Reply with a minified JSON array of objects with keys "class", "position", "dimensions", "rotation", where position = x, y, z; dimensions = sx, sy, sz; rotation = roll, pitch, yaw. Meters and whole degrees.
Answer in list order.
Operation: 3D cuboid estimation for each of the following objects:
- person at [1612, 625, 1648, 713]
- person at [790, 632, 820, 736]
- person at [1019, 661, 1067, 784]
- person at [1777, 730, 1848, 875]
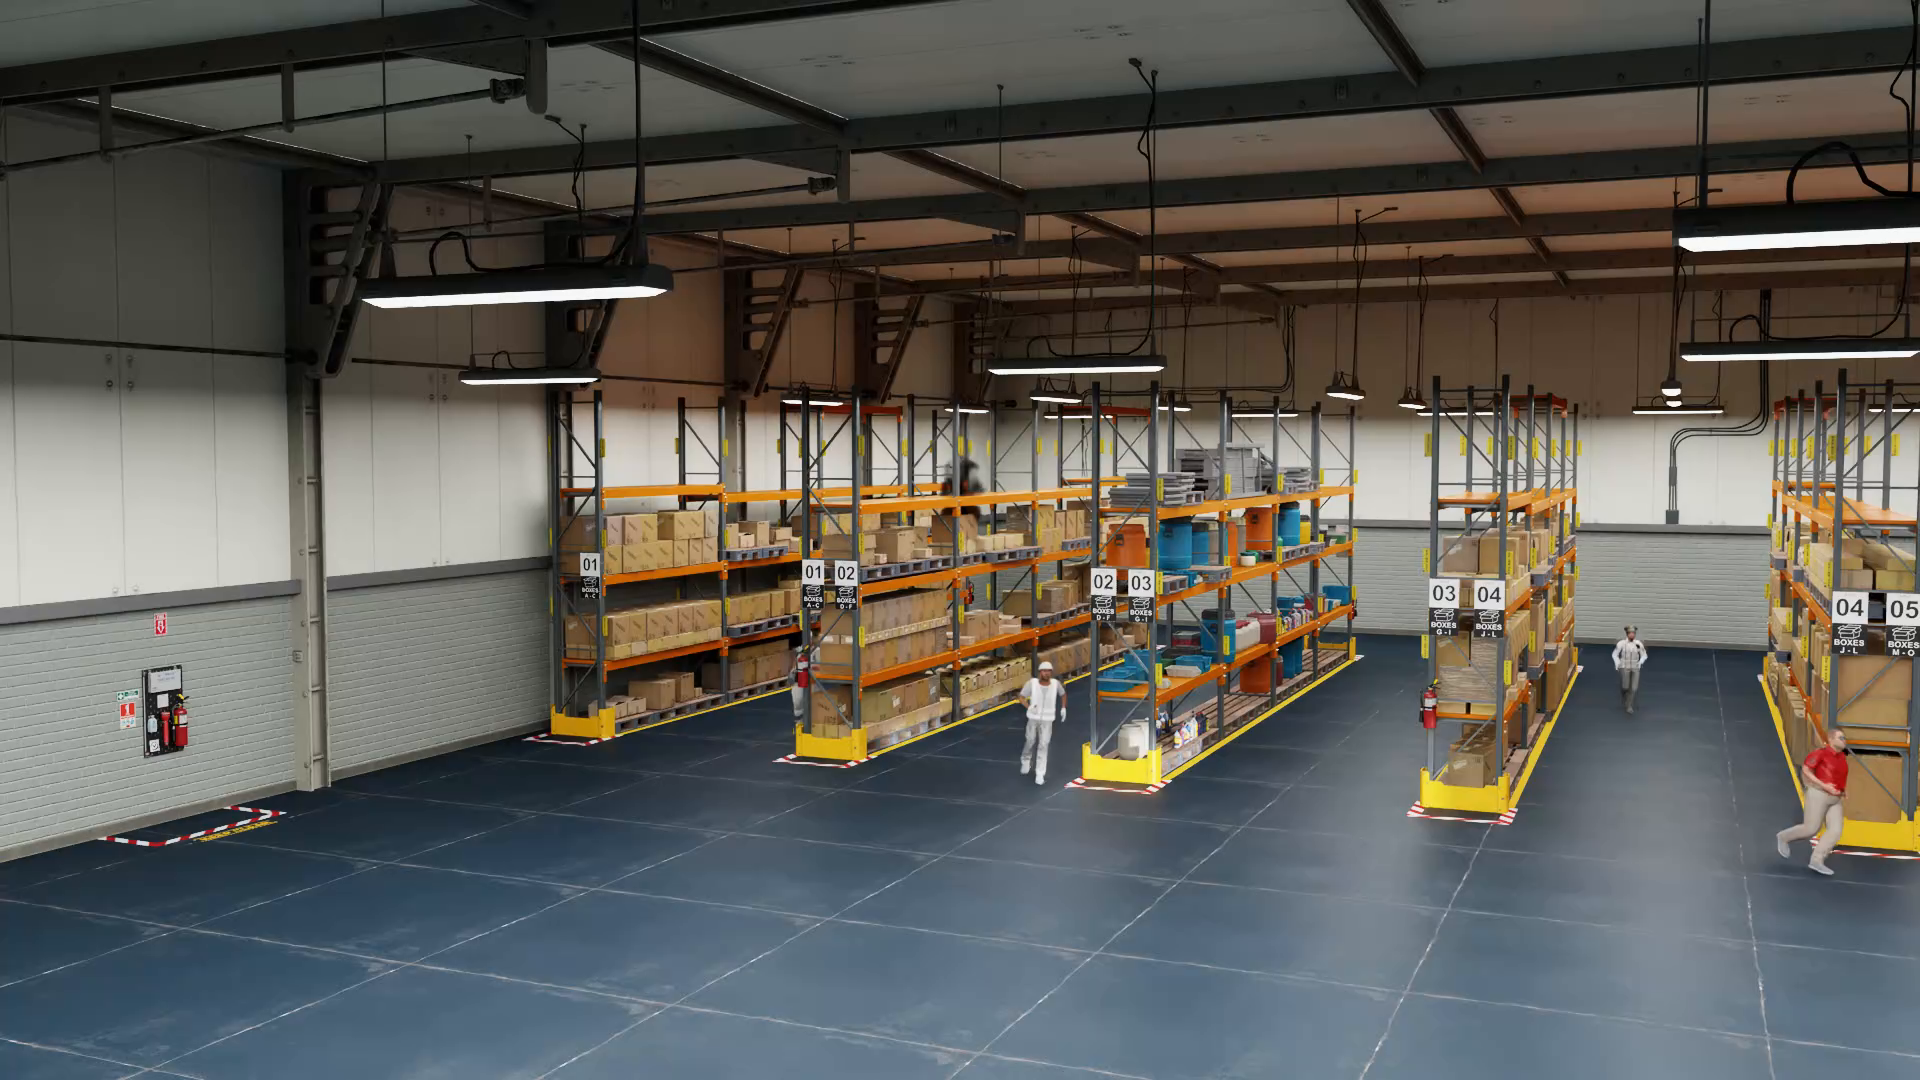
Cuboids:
[{"class":"person","position":[12.729,2.439,31.600],"dimensions":[0.614,1.658,0.552],"rotation":[1,3,15]},{"class":"person","position":[-2.703,2.496,29.174],"dimensions":[0.643,1.846,0.774],"rotation":[1,3,14]},{"class":"person","position":[1.252,2.714,25.061],"dimensions":[0.737,1.784,0.901],"rotation":[0,3,-2]},{"class":"person","position":[10.313,3.083,19.875],"dimensions":[0.697,1.662,0.816],"rotation":[-1,3,-18]}]
